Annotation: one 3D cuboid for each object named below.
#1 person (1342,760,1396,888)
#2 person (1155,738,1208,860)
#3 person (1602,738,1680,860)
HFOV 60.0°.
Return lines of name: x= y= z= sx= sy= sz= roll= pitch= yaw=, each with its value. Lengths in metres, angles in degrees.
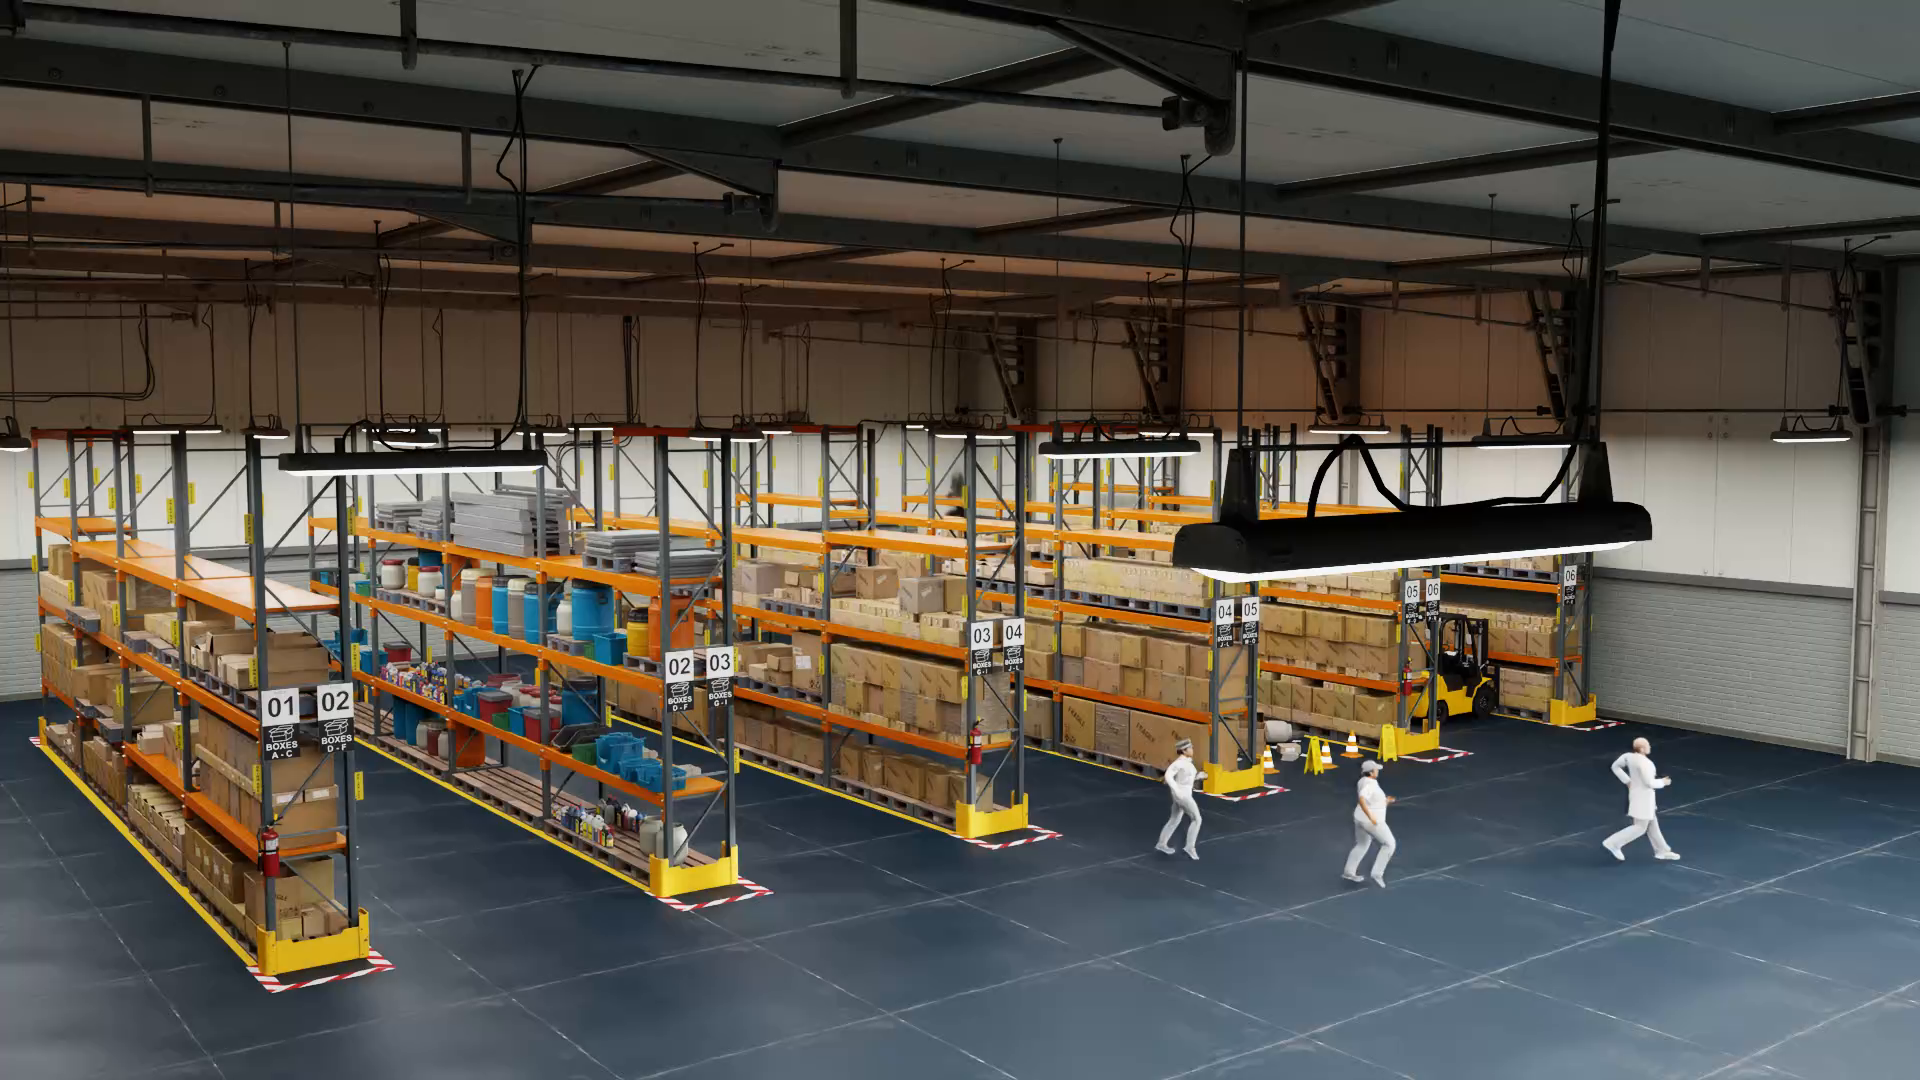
person: x=5.456 y=3.775 z=22.096 sx=0.709 sy=1.708 sz=0.571 roll=-1 pitch=5 yaw=-11
person: x=3.138 y=3.657 z=23.517 sx=0.738 sy=1.760 sz=0.579 roll=0 pitch=4 yaw=6
person: x=9.493 y=3.605 z=23.114 sx=1.154 sy=1.736 sz=0.727 roll=0 pitch=4 yaw=0
